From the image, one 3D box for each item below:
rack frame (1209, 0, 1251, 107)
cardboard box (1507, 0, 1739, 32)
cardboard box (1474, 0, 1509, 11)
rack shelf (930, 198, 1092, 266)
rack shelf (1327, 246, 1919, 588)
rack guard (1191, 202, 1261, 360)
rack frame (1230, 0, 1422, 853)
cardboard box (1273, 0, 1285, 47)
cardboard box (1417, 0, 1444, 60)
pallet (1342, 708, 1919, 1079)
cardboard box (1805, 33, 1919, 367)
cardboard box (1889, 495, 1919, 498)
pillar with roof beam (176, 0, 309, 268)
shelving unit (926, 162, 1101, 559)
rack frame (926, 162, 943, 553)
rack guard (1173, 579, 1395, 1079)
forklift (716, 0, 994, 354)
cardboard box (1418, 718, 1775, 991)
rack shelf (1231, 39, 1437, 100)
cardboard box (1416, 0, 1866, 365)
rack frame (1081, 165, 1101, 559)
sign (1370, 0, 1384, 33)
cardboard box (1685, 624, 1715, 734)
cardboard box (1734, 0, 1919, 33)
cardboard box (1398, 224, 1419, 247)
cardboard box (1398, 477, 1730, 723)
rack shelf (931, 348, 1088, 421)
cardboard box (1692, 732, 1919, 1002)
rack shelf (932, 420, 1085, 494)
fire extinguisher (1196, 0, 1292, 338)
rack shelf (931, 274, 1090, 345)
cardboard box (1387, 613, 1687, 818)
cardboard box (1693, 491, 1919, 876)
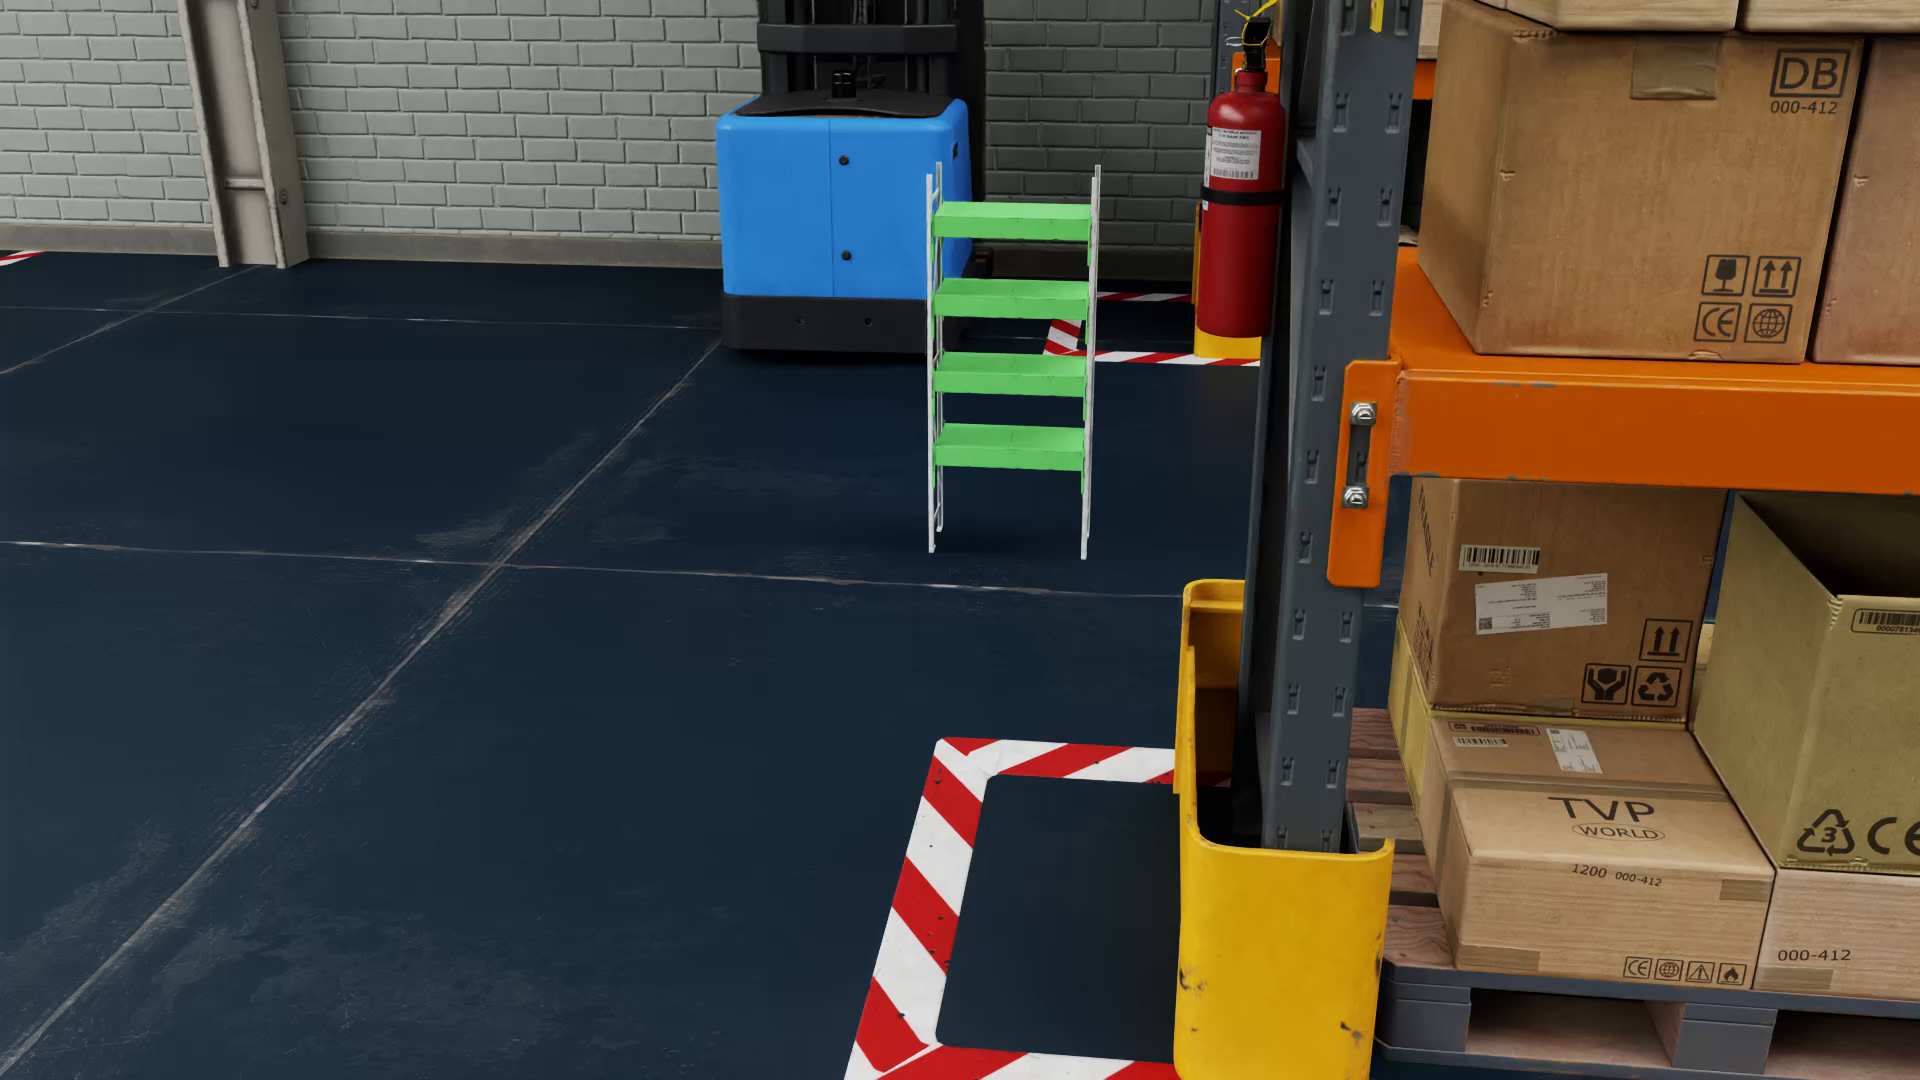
[{"bbox_3d":[1.225,-2.429,7.504,0.127,3.000,1.000,2,22,6],"label":"rack frame"},{"bbox_3d":[1.010,-0.873,2.549,0.250,0.149,0.380,2,22,6],"label":"cardboard box"},{"bbox_3d":[1.048,-1.021,2.925,0.250,0.149,0.380,2,22,5],"label":"cardboard box"},{"bbox_3d":[0.164,-0.938,5.048,0.480,0.148,0.258,2,22,6],"label":"rack shelf"},{"bbox_3d":[2.632,-0.199,2.842,4.000,0.370,1.077,2,22,6],"label":"rack shelf"},{"bbox_3d":[1.301,-1.263,7.955,0.348,0.500,1.175,2,22,6],"label":"rack guard"},{"bbox_3d":[0.646,-0.620,2.929,0.127,3.000,1.000,2,22,6],"label":"rack frame"},{"bbox_3d":[1.712,-2.419,7.656,0.500,0.250,0.500,3,22,7],"label":"cardboard box"},{"bbox_3d":[2.190,-2.214,7.137,0.500,0.250,0.500,2,22,5],"label":"cardboard box"},{"bbox_3d":[1.410,0.694,3.396,1.213,0.211,1.003,2,22,6],"label":"pallet"},{"bbox_3d":[1.630,-0.621,2.794,0.500,0.500,0.700,3,22,8],"label":"cardboard box"},{"bbox_3d":[2.208,0.067,3.339,0.500,0.500,0.500,2,22,6],"label":"cardboard box"},{"bbox_3d":[-4.443,-4.192,3.804,0.400,9.000,9.100,2,22,6],"label":"pillar with roof beam"},{"bbox_3d":[0.164,-0.551,5.201,0.503,1.200,0.258,2,22,6],"label":"shelving unit"},{"bbox_3d":[-0.078,-0.561,5.228,0.015,1.200,0.240,2,22,6],"label":"rack frame"},{"bbox_3d":[0.622,0.541,3.391,0.348,0.500,1.175,2,22,6],"label":"rack guard"},{"bbox_3d":[-0.403,-2.683,8.241,1.130,2.935,3.031,2,22,5],"label":"forklift"},{"bbox_3d":[1.152,0.568,3.093,0.500,0.250,0.500,2,22,6],"label":"cardboard box"},{"bbox_3d":[3.211,-2.008,7.417,4.000,0.370,1.077,2,22,6],"label":"rack shelf"},{"bbox_3d":[1.108,-0.642,2.847,0.500,0.500,0.700,3,22,6],"label":"cardboard box"},{"bbox_3d":[0.407,-0.540,5.174,0.015,1.200,0.240,2,22,6],"label":"rack frame"},{"bbox_3d":[0.575,-0.857,2.243,0.005,0.325,0.100,2,22,6],"label":"sign"},{"bbox_3d":[1.711,0.396,3.527,0.500,0.250,0.500,2,22,6],"label":"cardboard box"},{"bbox_3d":[1.273,-0.862,2.523,0.250,0.149,0.380,2,22,5],"label":"cardboard box"},{"bbox_3d":[1.902,-1.320,7.758,0.500,0.311,0.500,0,22,0],"label":"cardboard box"},{"bbox_3d":[1.214,0.029,3.435,0.500,0.500,0.500,2,22,6],"label":"cardboard box"},{"bbox_3d":[0.164,-0.491,5.225,0.480,0.148,0.258,2,22,6],"label":"rack shelf"},{"bbox_3d":[1.649,0.588,3.041,0.500,0.250,0.500,2,22,6],"label":"cardboard box"},{"bbox_3d":[0.164,-0.268,5.313,0.480,0.148,0.258,2,22,6],"label":"rack shelf"},{"bbox_3d":[0.583,-0.759,3.385,0.183,0.674,0.296,2,22,6],"label":"fire extinguisher"},{"bbox_3d":[0.164,-0.715,5.136,0.480,0.148,0.258,2,22,6],"label":"rack shelf"},{"bbox_3d":[1.213,0.379,3.571,0.500,0.250,0.500,2,22,6],"label":"cardboard box"},{"bbox_3d":[1.649,0.240,2.902,0.500,0.500,0.500,2,22,6],"label":"cardboard box"}]
